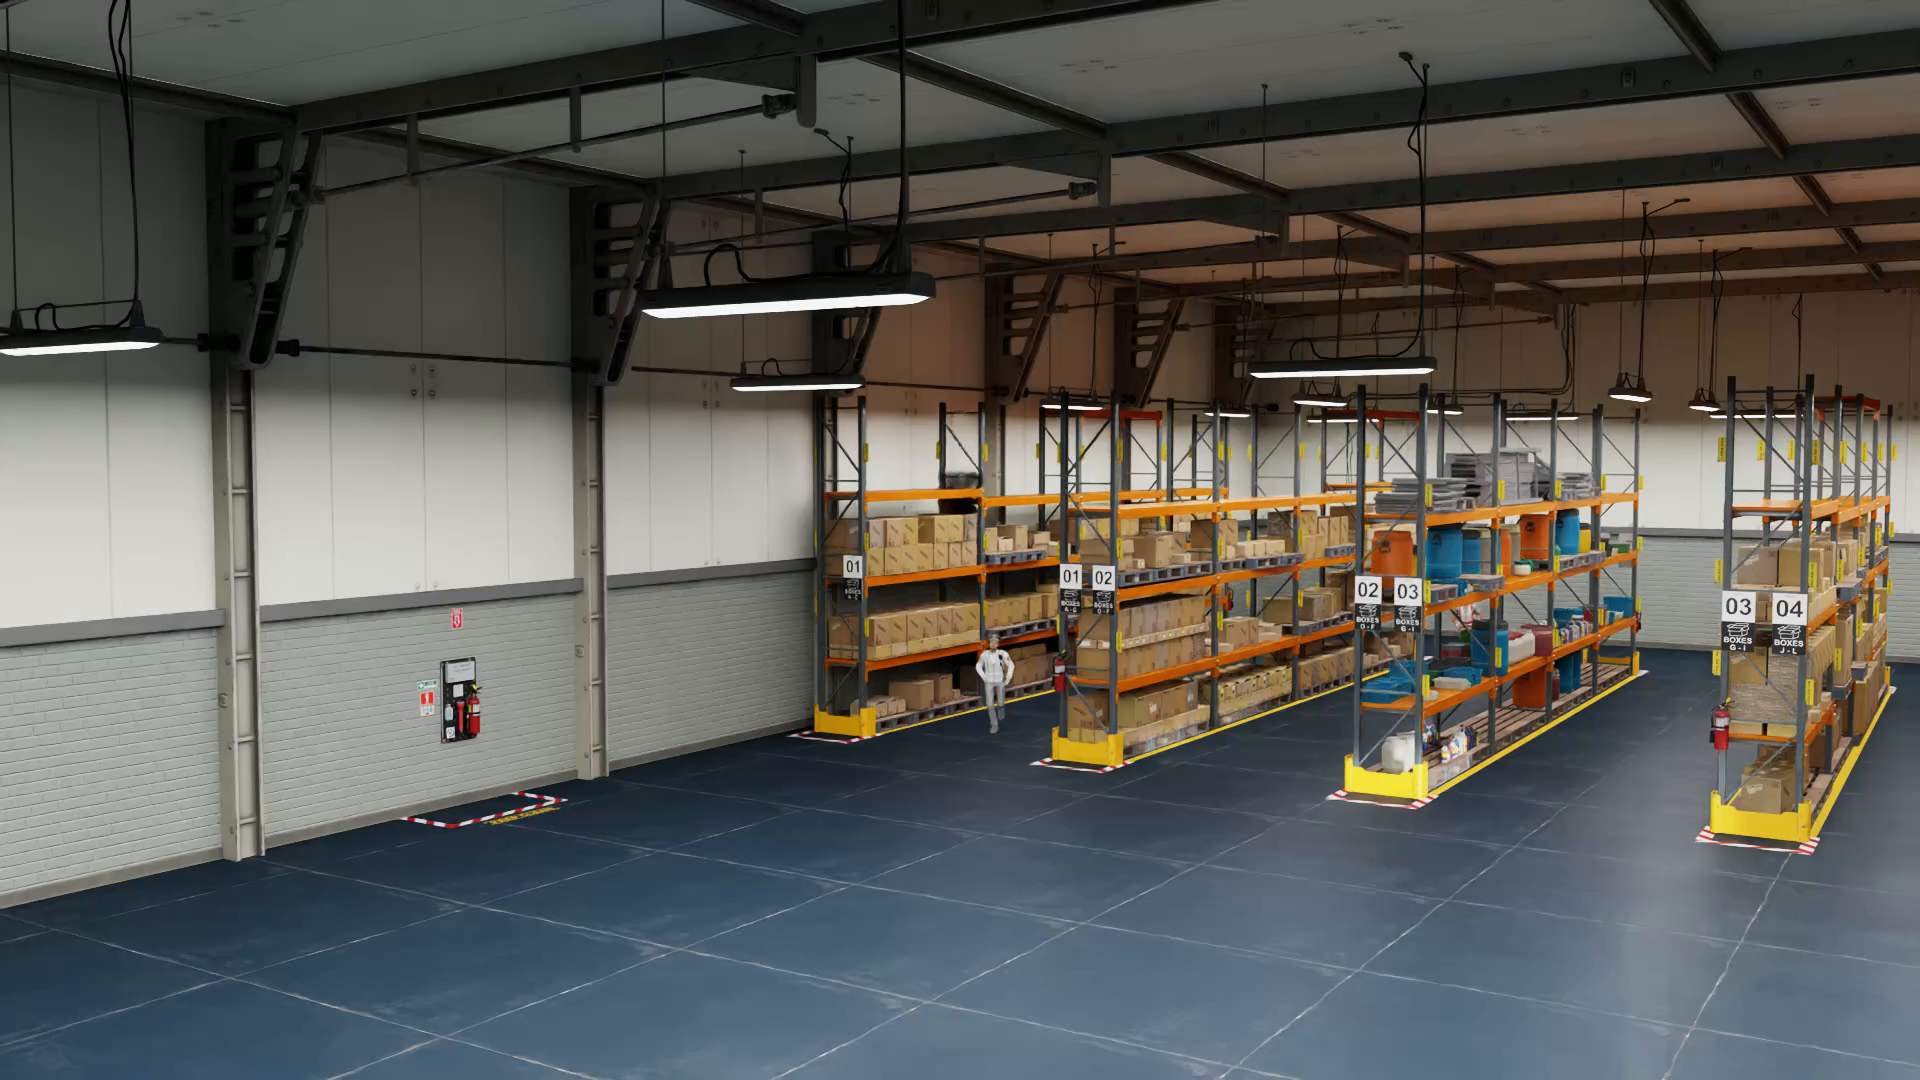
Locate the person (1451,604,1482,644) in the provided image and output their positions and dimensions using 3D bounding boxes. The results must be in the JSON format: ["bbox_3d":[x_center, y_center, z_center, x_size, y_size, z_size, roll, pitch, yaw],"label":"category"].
[{"bbox_3d":[11.854,2.098,38.936,0.705,1.754,0.829,1,3,19],"label":"person"}]

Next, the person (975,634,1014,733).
[{"bbox_3d":[0.561,2.425,28.199,0.606,1.657,0.530,0,3,3],"label":"person"}]
